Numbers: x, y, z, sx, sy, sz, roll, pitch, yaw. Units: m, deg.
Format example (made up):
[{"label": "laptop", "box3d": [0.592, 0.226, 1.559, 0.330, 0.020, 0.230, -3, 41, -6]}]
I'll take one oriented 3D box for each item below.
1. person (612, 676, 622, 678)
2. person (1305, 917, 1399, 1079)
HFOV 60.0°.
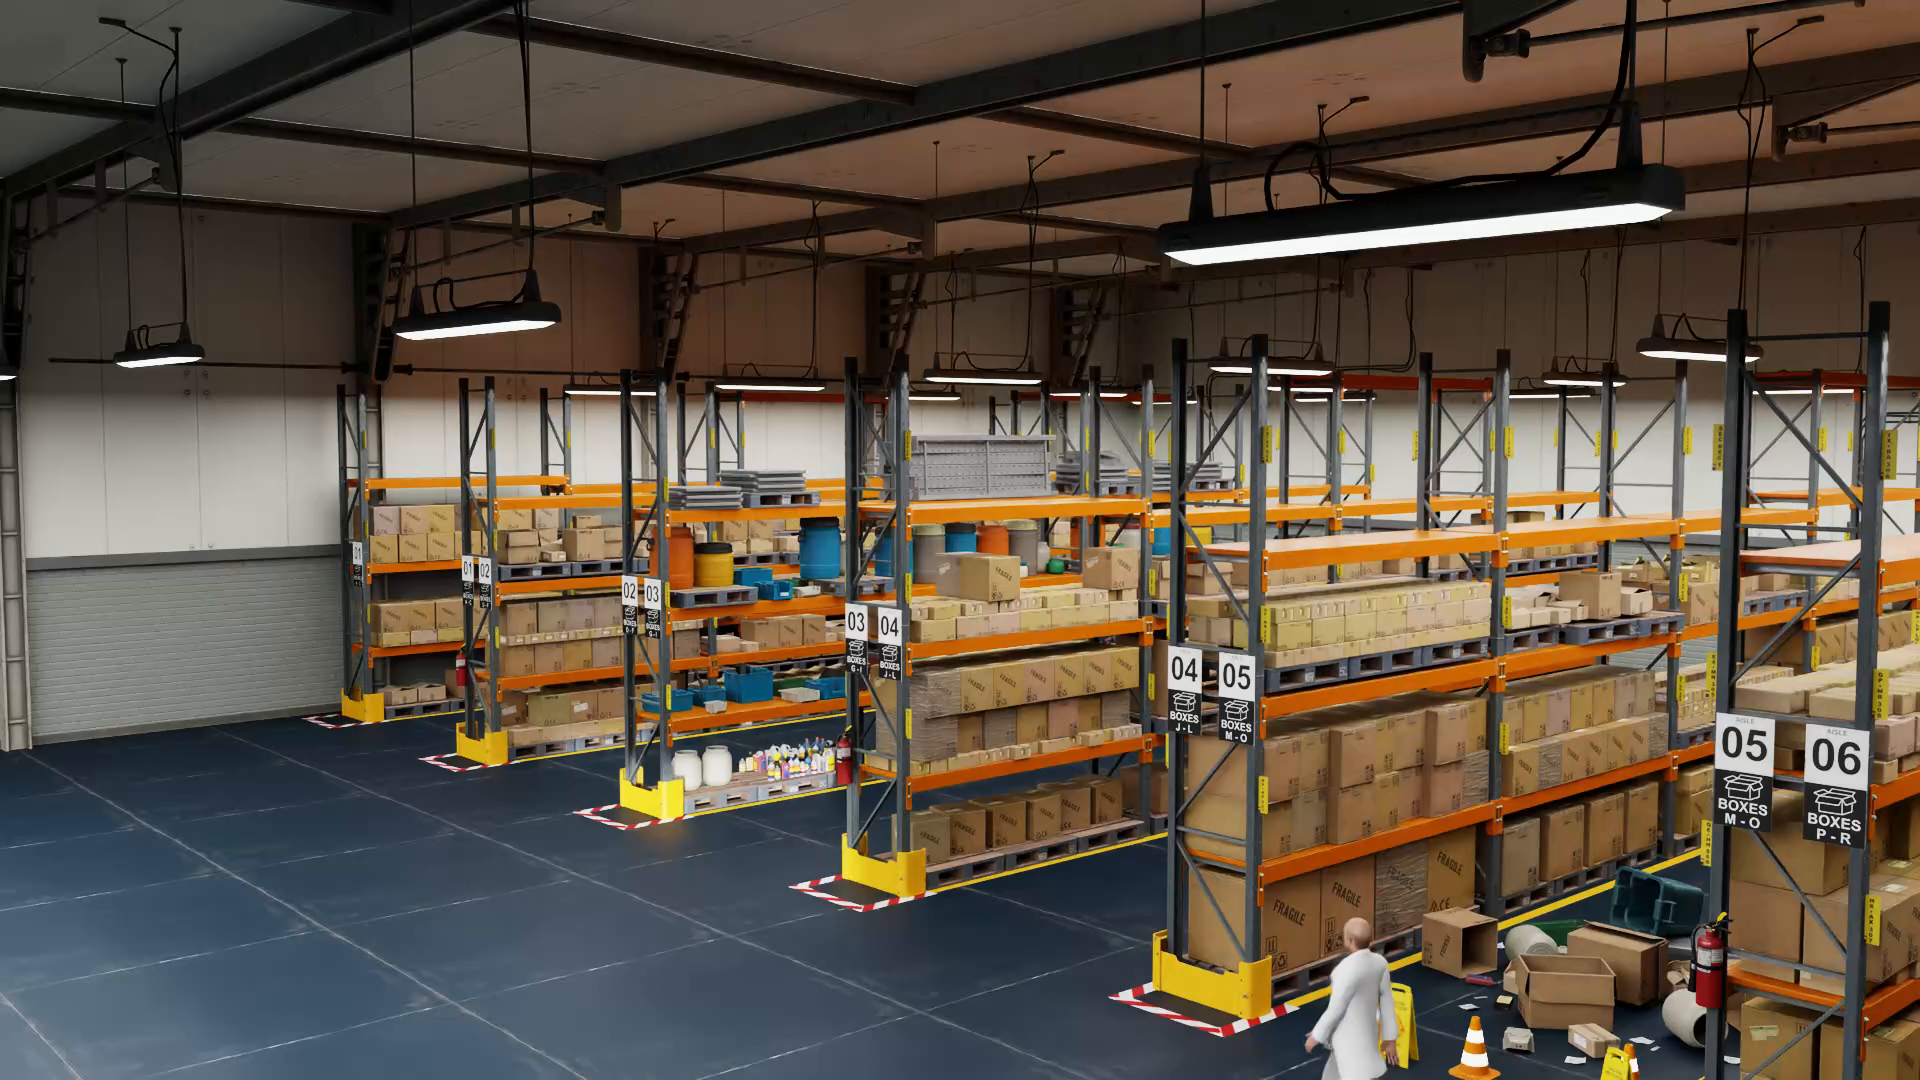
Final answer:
[{"label": "person", "box3d": [-6.171, 2.403, 29.711, 0.390, 1.592, 0.431, -1, 4, -8]}, {"label": "person", "box3d": [2.760, 3.523, 11.713, 1.102, 1.740, 0.535, 2, 4, 29]}]
